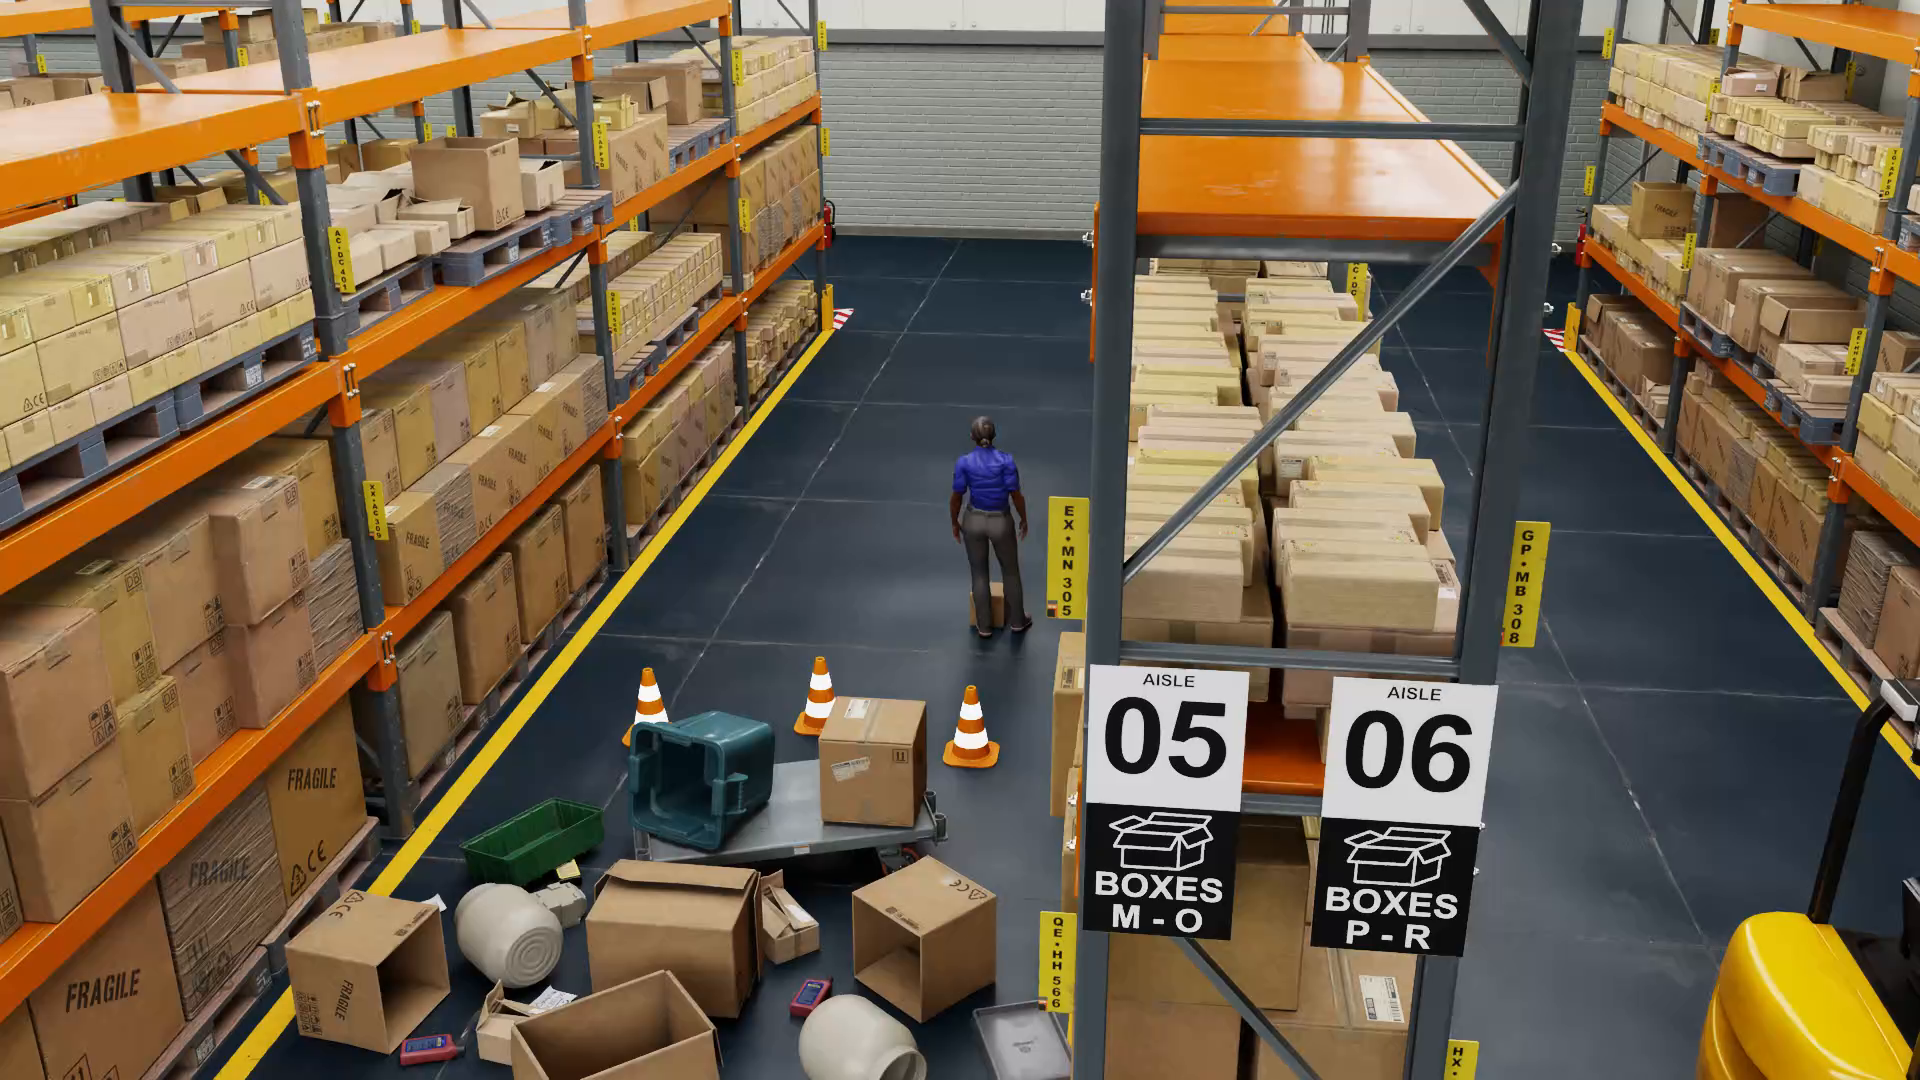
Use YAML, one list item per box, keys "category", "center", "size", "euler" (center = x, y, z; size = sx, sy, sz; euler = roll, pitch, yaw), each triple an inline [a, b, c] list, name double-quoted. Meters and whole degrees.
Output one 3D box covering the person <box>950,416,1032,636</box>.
- category: "person"
  center: [0.226, -0.113, 11.769]
  size: [0.569, 1.643, 0.504]
  euler: [3, 21, 6]
